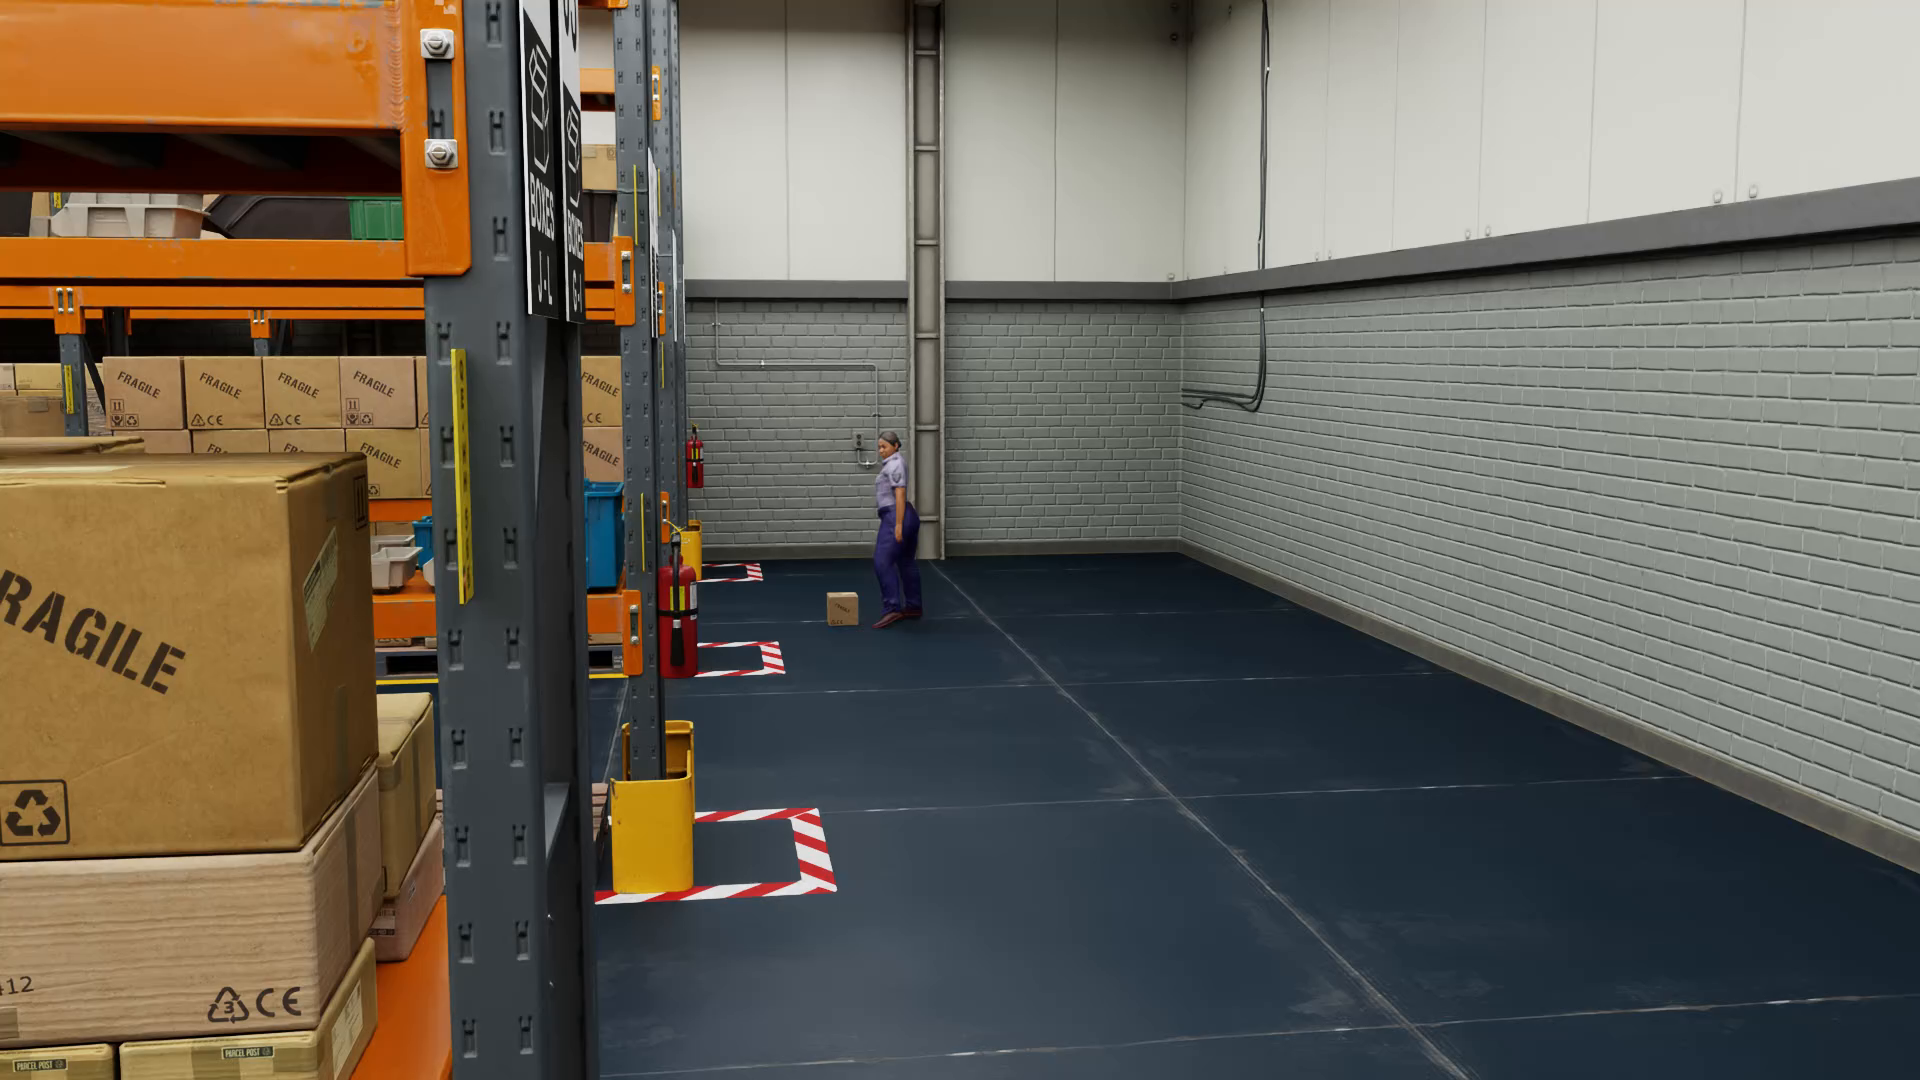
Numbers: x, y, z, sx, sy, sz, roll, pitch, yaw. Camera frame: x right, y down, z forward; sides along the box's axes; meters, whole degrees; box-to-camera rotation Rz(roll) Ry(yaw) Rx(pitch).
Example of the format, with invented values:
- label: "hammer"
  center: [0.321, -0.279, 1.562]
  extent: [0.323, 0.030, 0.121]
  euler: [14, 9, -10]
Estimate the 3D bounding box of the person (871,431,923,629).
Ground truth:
- label: "person"
  center: [-0.553, -0.097, 14.279]
  extent: [0.389, 1.675, 0.718]
  euler: [1, 7, 9]
